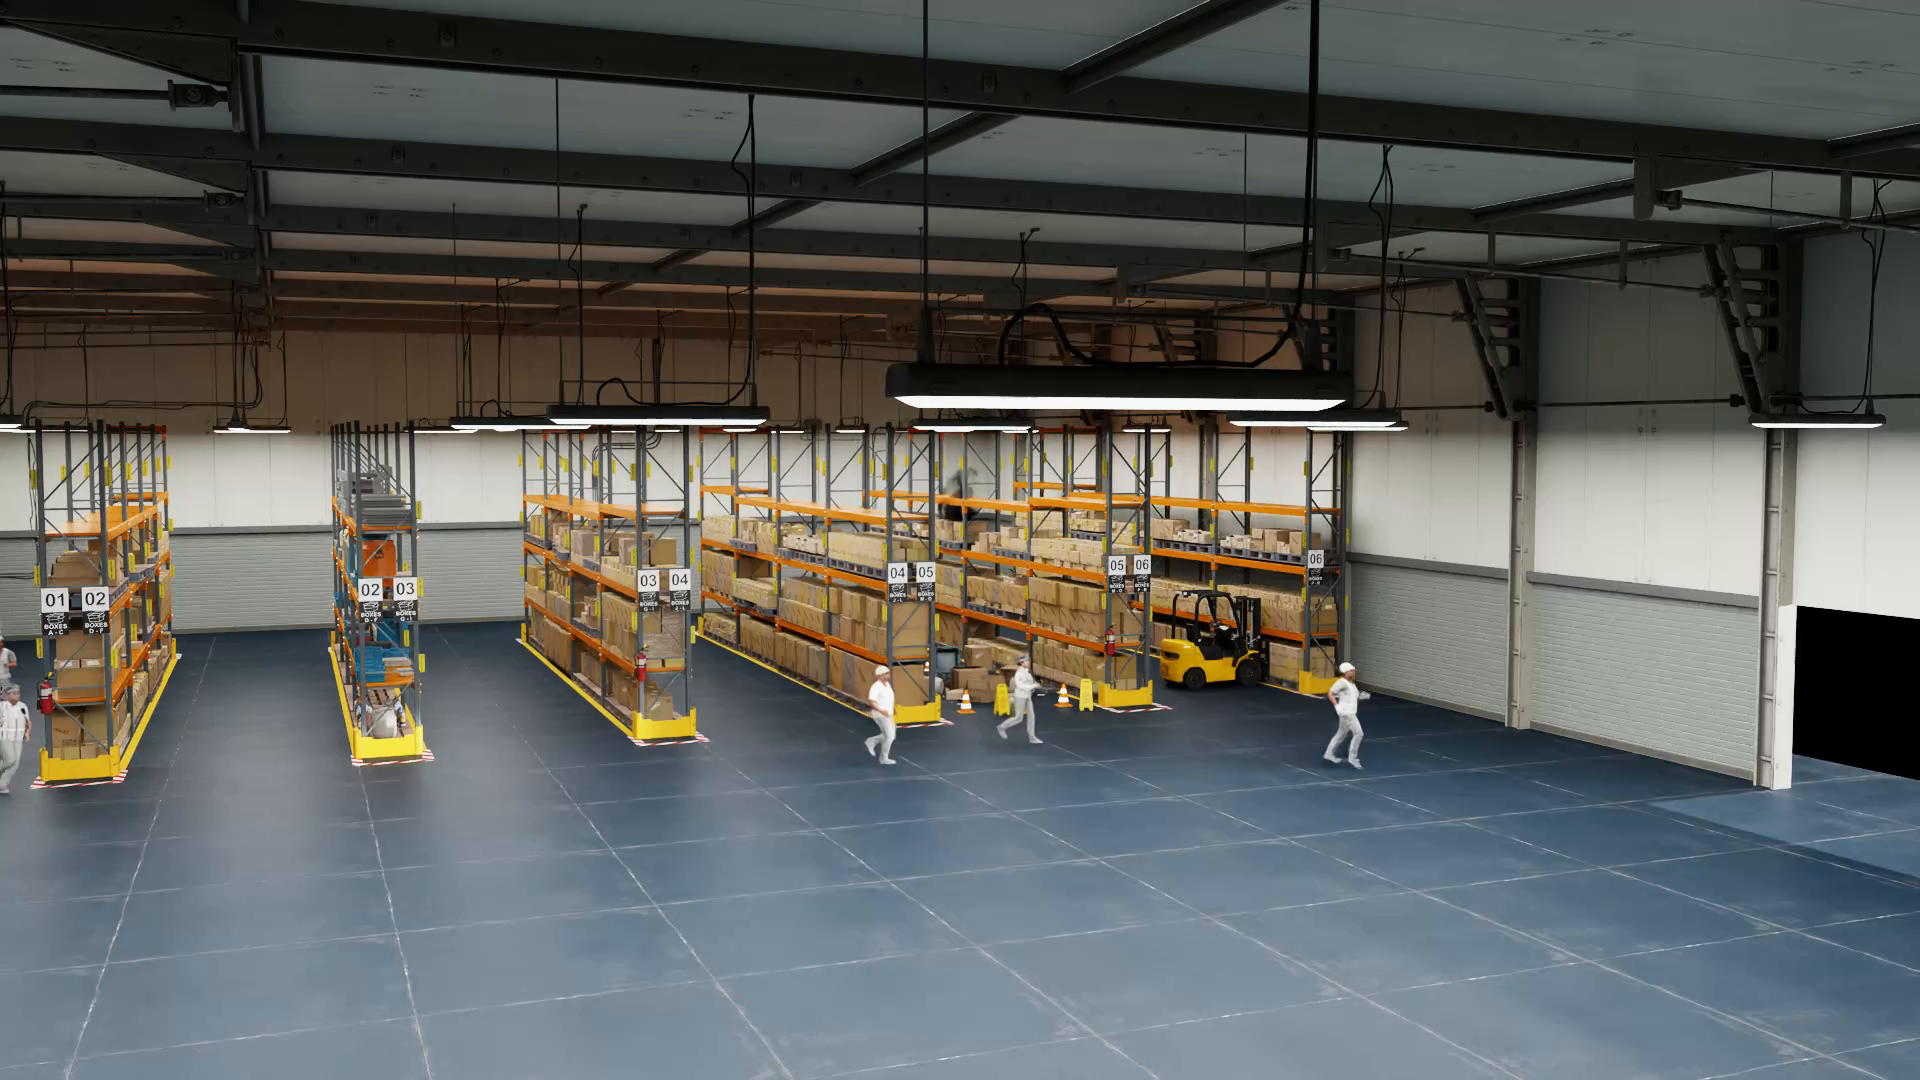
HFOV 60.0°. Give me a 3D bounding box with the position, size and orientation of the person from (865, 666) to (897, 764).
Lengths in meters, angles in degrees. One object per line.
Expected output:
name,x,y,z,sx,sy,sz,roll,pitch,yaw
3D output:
person,-1.400,3.048,29.013,0.622,1.723,0.749,1,4,19

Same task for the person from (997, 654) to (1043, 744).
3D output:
person,1.129,2.934,30.882,0.886,1.675,0.611,1,4,21

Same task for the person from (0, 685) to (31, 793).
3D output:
person,-15.291,3.192,26.826,0.544,1.707,0.700,2,4,29

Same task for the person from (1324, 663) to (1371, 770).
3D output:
person,6.680,3.037,28.709,0.781,1.847,0.660,1,4,19

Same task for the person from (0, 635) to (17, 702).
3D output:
person,-18.876,2.771,32.647,0.651,1.833,0.853,-3,4,-35
